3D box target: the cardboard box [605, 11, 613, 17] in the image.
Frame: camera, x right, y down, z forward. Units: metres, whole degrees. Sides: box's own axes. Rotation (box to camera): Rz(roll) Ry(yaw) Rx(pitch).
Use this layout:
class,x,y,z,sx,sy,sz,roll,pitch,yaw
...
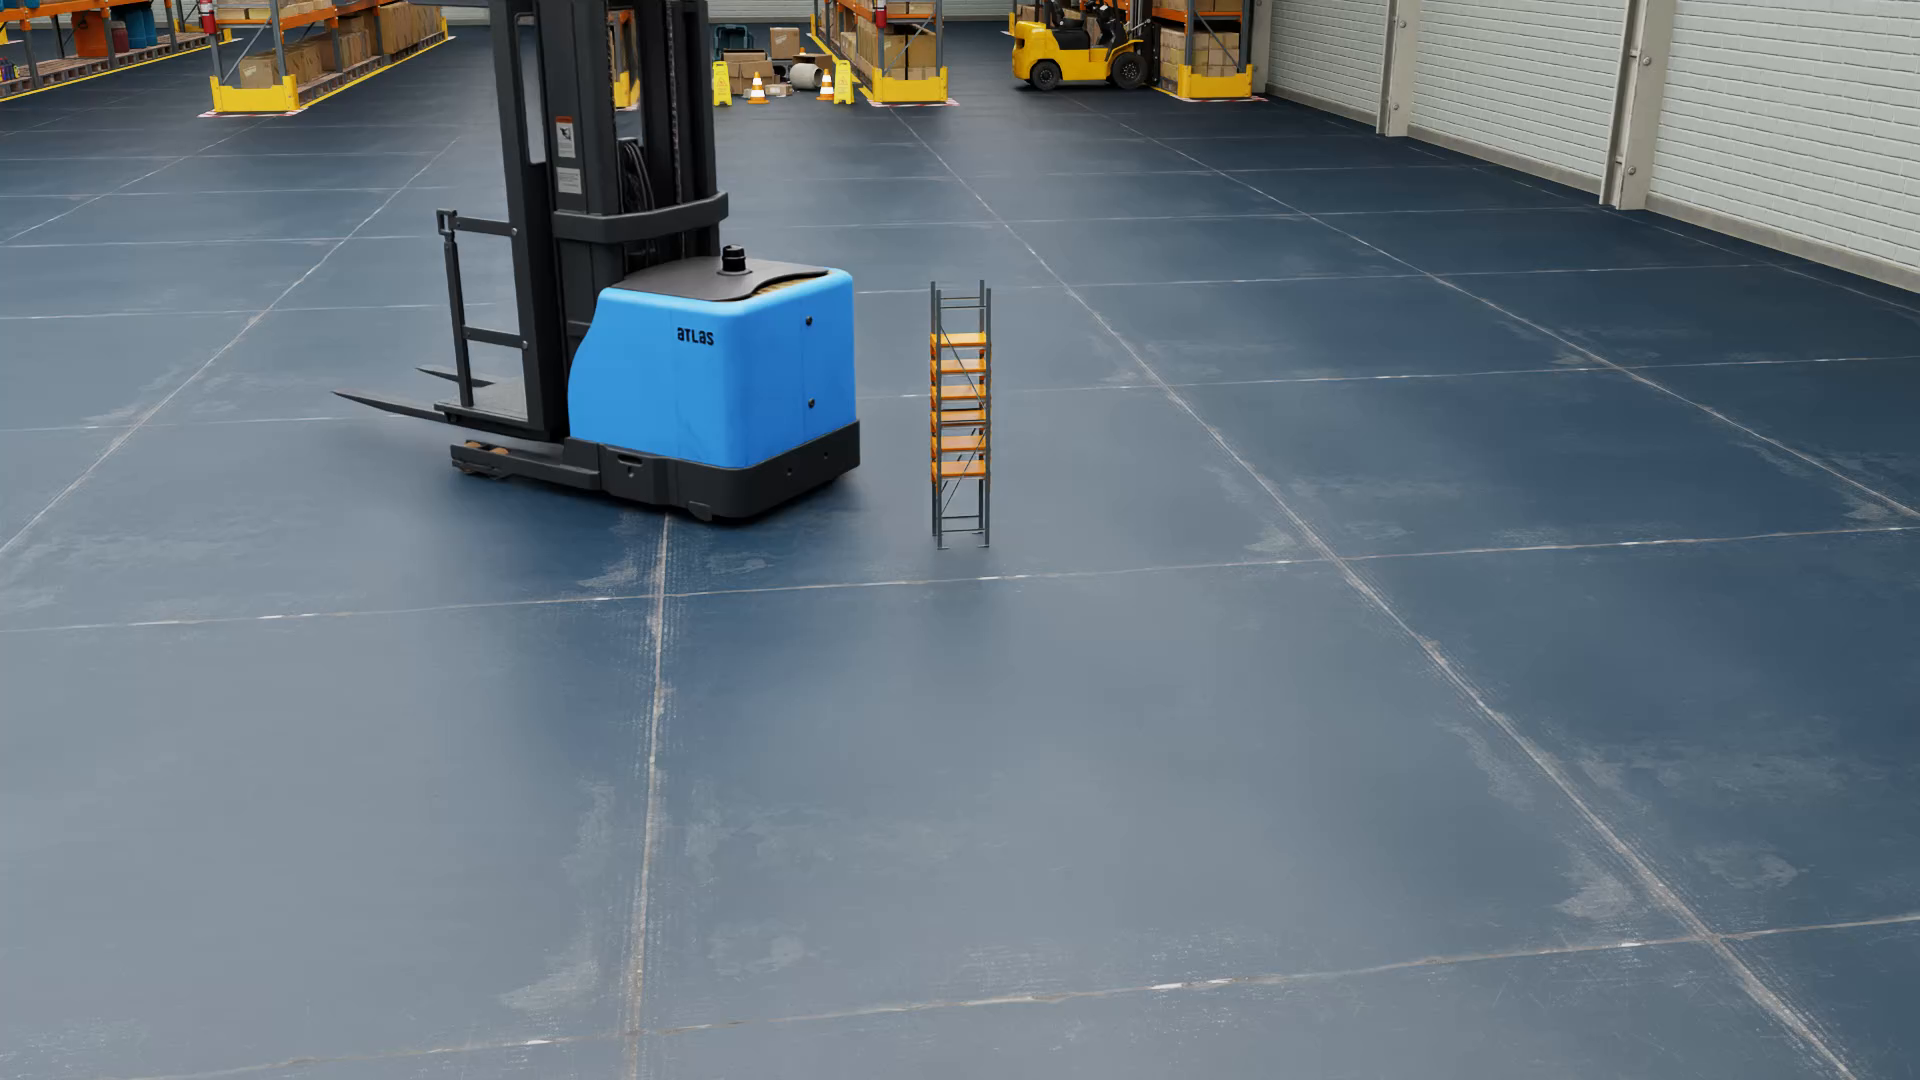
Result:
class,x,y,z,sx,sy,sz,roll,pitch,yaw
cardboard box,-5.764,-8.283,25.391,0.875,0.550,0.550,-3,21,-8

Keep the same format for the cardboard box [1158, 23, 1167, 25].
class,x,y,z,sx,sy,sz,roll,pitch,yaw
cardboard box,3.376,-9.024,29.490,0.500,0.250,0.500,-3,21,-8

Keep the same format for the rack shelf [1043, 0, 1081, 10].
class,x,y,z,sx,sy,sz,roll,pitch,yaw
rack shelf,2.688,-11.748,35.911,1.077,0.370,4.000,-3,21,-8

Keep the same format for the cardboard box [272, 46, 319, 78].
class,x,y,z,sx,sy,sz,roll,pitch,yaw
cardboard box,-11.057,-7.943,27.669,0.500,0.500,0.500,4,21,9

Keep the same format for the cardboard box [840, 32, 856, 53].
class,x,y,z,sx,sy,sz,roll,pitch,yaw
cardboard box,-1.864,-9.910,33.119,0.950,0.372,0.625,-4,21,-11

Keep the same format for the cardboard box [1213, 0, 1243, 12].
class,x,y,z,sx,sy,sz,roll,pitch,yaw
cardboard box,4.333,-8.855,26.995,0.500,0.500,0.500,-2,21,-6

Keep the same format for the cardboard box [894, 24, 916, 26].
class,x,y,z,sx,sy,sz,roll,pitch,yaw
cardboard box,-1.008,-8.825,29.314,0.500,0.500,0.500,-3,21,-9

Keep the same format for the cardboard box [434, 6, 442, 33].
class,x,y,z,sx,sy,sz,roll,pitch,yaw
cardboard box,-12.724,-12.395,39.051,0.875,0.875,0.875,-3,21,-8

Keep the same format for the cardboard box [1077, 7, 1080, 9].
class,x,y,z,sx,sy,sz,roll,pitch,yaw
cardboard box,2.824,-11.820,37.120,0.380,0.149,0.250,-3,21,-7

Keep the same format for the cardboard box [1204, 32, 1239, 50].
class,x,y,z,sx,sy,sz,roll,pitch,yaw
cardboard box,4.247,-8.176,27.219,0.500,0.250,0.500,-3,21,-9

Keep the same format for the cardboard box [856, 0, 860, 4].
class,x,y,z,sx,sy,sz,roll,pitch,yaw
cardboard box,-1.631,-9.513,29.258,0.380,0.149,0.250,-3,21,-8

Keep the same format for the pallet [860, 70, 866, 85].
class,x,y,z,sx,sy,sz,roll,pitch,yaw
pallet,-1.227,-8.219,29.420,1.003,0.211,1.213,-3,21,-8

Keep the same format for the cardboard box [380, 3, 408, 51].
class,x,y,z,sx,sy,sz,roll,pitch,yaw
cardboard box,-11.942,-10.391,33.688,1.225,0.875,0.875,-3,21,-8

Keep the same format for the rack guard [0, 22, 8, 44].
class,x,y,z,sx,sy,sz,roll,pitch,yaw
rack guard,-22.687,-11.715,38.368,1.175,0.500,0.348,-3,21,-8

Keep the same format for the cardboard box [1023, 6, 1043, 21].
class,x,y,z,sx,sy,sz,roll,pitch,yaw
cardboard box,1.902,-12.674,40.334,0.700,0.500,0.500,-2,21,-6

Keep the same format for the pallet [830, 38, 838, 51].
class,x,y,z,sx,sy,sz,roll,pitch,yaw
pallet,-2.326,-10.956,36.749,1.003,0.211,1.213,-3,21,-8

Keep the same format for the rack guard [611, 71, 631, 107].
class,x,y,z,sx,sy,sz,roll,pitch,yaw
rack guard,-5.662,-6.907,25.495,1.175,0.500,0.348,-3,21,-8

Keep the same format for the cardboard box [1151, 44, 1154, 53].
class,x,y,z,sx,sy,sz,roll,pitch,yaw
cardboard box,3.524,-8.443,28.651,0.500,0.250,0.500,-3,21,-8

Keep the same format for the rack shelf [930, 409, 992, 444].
class,x,y,z,sx,sy,sz,roll,pitch,yaw
rack shelf,0.002,-0.515,7.508,0.258,0.103,0.180,-3,21,-8

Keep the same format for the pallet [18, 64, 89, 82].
class,x,y,z,sx,sy,sz,roll,pitch,yaw
pallet,-16.397,-8.393,29.887,1.003,0.211,1.213,-3,21,-8

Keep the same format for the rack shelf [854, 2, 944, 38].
class,x,y,z,sx,sy,sz,roll,pitch,yaw
rack shelf,-1.070,-8.726,27.822,1.077,0.370,4.000,-3,21,-8

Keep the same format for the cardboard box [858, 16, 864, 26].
class,x,y,z,sx,sy,sz,roll,pitch,yaw
cardboard box,-1.582,-9.055,29.005,0.380,0.149,0.250,-3,21,-7

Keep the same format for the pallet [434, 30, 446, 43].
class,x,y,z,sx,sy,sz,roll,pitch,yaw
pallet,-12.702,-11.832,39.093,1.003,0.211,1.213,-3,21,-8

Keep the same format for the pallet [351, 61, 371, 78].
class,x,y,z,sx,sy,sz,roll,pitch,yaw
pallet,-11.458,-8.643,30.554,1.003,0.211,1.213,-3,21,-8

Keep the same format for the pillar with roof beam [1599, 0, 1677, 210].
class,x,y,z,sx,sy,sz,roll,pitch,yaw
pillar with roof beam,2.390,-7.348,14.527,9.100,9.000,0.400,-3,21,-8

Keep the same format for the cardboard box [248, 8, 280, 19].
class,x,y,z,sx,sy,sz,roll,pitch,yaw
cardboard box,-10.394,-7.864,24.844,0.380,0.149,0.250,-3,21,-8

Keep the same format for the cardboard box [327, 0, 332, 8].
class,x,y,z,sx,sy,sz,roll,pitch,yaw
cardboard box,-10.843,-9.079,28.096,0.380,0.149,0.250,-3,21,-8

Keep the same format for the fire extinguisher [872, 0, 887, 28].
class,x,y,z,sx,sy,sz,roll,pitch,yaw
fire extinguisher,-1.222,-8.272,25.687,0.296,0.674,0.183,-3,21,-8

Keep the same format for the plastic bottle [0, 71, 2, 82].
class,x,y,z,sx,sy,sz,roll,pitch,yaw
plastic bottle,-15.614,-7.585,26.894,0.144,0.351,0.185,-3,21,-8

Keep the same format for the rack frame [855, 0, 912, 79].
class,x,y,z,sx,sy,sz,roll,pitch,yaw
rack frame,-1.359,-9.756,29.550,1.000,3.000,0.127,-3,21,-8

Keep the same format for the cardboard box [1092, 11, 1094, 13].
class,x,y,z,sx,sy,sz,roll,pitch,yaw
cardboard box,3.049,-11.281,35.677,0.380,0.149,0.250,-3,21,-9

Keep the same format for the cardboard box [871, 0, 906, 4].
class,x,y,z,sx,sy,sz,roll,pitch,yaw
cardboard box,-1.133,-8.731,26.238,0.500,0.500,0.500,-3,21,-9

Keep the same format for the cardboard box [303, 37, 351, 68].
class,x,y,z,sx,sy,sz,roll,pitch,yaw
cardboard box,-11.283,-8.671,29.589,0.700,0.500,0.500,-3,21,-8

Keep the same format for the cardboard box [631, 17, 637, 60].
class,x,y,z,sx,sy,sz,roll,pitch,yaw
cardboard box,-6.691,-9.481,31.429,1.050,0.750,0.750,-3,21,-7

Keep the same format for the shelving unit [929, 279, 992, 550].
class,x,y,z,sx,sy,sz,roll,pitch,yaw
shelving unit,0.002,-0.557,7.493,0.258,1.200,0.189,-3,21,-8

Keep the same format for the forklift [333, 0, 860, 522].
class,x,y,z,sx,sy,sz,roll,pitch,yaw
forklift,-2.043,-1.823,8.409,3.031,2.935,1.130,12,24,29

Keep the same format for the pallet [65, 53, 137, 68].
class,x,y,z,sx,sy,sz,roll,pitch,yaw
pallet,-16.798,-9.356,32.464,1.003,0.211,1.213,-3,21,-8

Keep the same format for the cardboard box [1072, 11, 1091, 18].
class,x,y,z,sx,sy,sz,roll,pitch,yaw
cardboard box,2.597,-11.160,35.355,0.380,0.149,0.250,-2,21,-6

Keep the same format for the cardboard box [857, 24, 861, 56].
class,x,y,z,sx,sy,sz,roll,pitch,yaw
cardboard box,-1.541,-8.798,29.243,0.500,0.500,0.500,-2,21,-5

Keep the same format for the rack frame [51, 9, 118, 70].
class,x,y,z,sx,sy,sz,roll,pitch,yaw
rack frame,-16.643,-10.391,31.251,1.000,3.000,0.127,-3,21,-8

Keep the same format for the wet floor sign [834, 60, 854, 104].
class,x,y,z,sx,sy,sz,roll,pitch,yaw
wet floor sign,-1.814,-7.148,25.933,0.267,0.644,0.232,4,21,11

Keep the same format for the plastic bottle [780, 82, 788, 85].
class,x,y,z,sx,sy,sz,roll,pitch,yaw
plastic bottle,-3.029,-7.838,28.614,0.133,0.061,0.283,1,20,2

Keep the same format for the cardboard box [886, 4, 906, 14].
class,x,y,z,sx,sy,sz,roll,pitch,yaw
cardboard box,-1.048,-8.372,26.203,0.380,0.149,0.250,-2,21,-6

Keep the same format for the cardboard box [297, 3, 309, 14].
class,x,y,z,sx,sy,sz,roll,pitch,yaw
cardboard box,-10.514,-8.388,26.247,0.380,0.149,0.250,-3,21,-8

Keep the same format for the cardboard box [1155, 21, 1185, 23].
class,x,y,z,sx,sy,sz,roll,pitch,yaw
cardboard box,3.815,-9.224,30.026,0.500,0.250,0.500,-3,21,-7

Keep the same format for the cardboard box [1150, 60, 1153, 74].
class,x,y,z,sx,sy,sz,roll,pitch,yaw
cardboard box,3.526,-8.203,28.722,0.500,0.250,0.500,-2,21,-6

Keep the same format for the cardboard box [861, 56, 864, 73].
class,x,y,z,sx,sy,sz,roll,pitch,yaw
cardboard box,-1.453,-8.262,28.881,0.500,0.250,0.500,-2,21,-5

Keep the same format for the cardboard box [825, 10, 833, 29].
class,x,y,z,sx,sy,sz,roll,pitch,yaw
cardboard box,-2.754,-12.367,39.603,0.875,0.438,0.875,-2,21,-6

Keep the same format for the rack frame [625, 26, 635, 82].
class,x,y,z,sx,sy,sz,roll,pitch,yaw
rack frame,-6.242,-9.471,28.788,1.000,3.000,0.127,-3,21,-8

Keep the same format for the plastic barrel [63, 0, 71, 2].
class,x,y,z,sx,sy,sz,roll,pitch,yaw
plastic barrel,-16.223,-9.952,29.916,0.421,0.512,0.421,0,20,0
